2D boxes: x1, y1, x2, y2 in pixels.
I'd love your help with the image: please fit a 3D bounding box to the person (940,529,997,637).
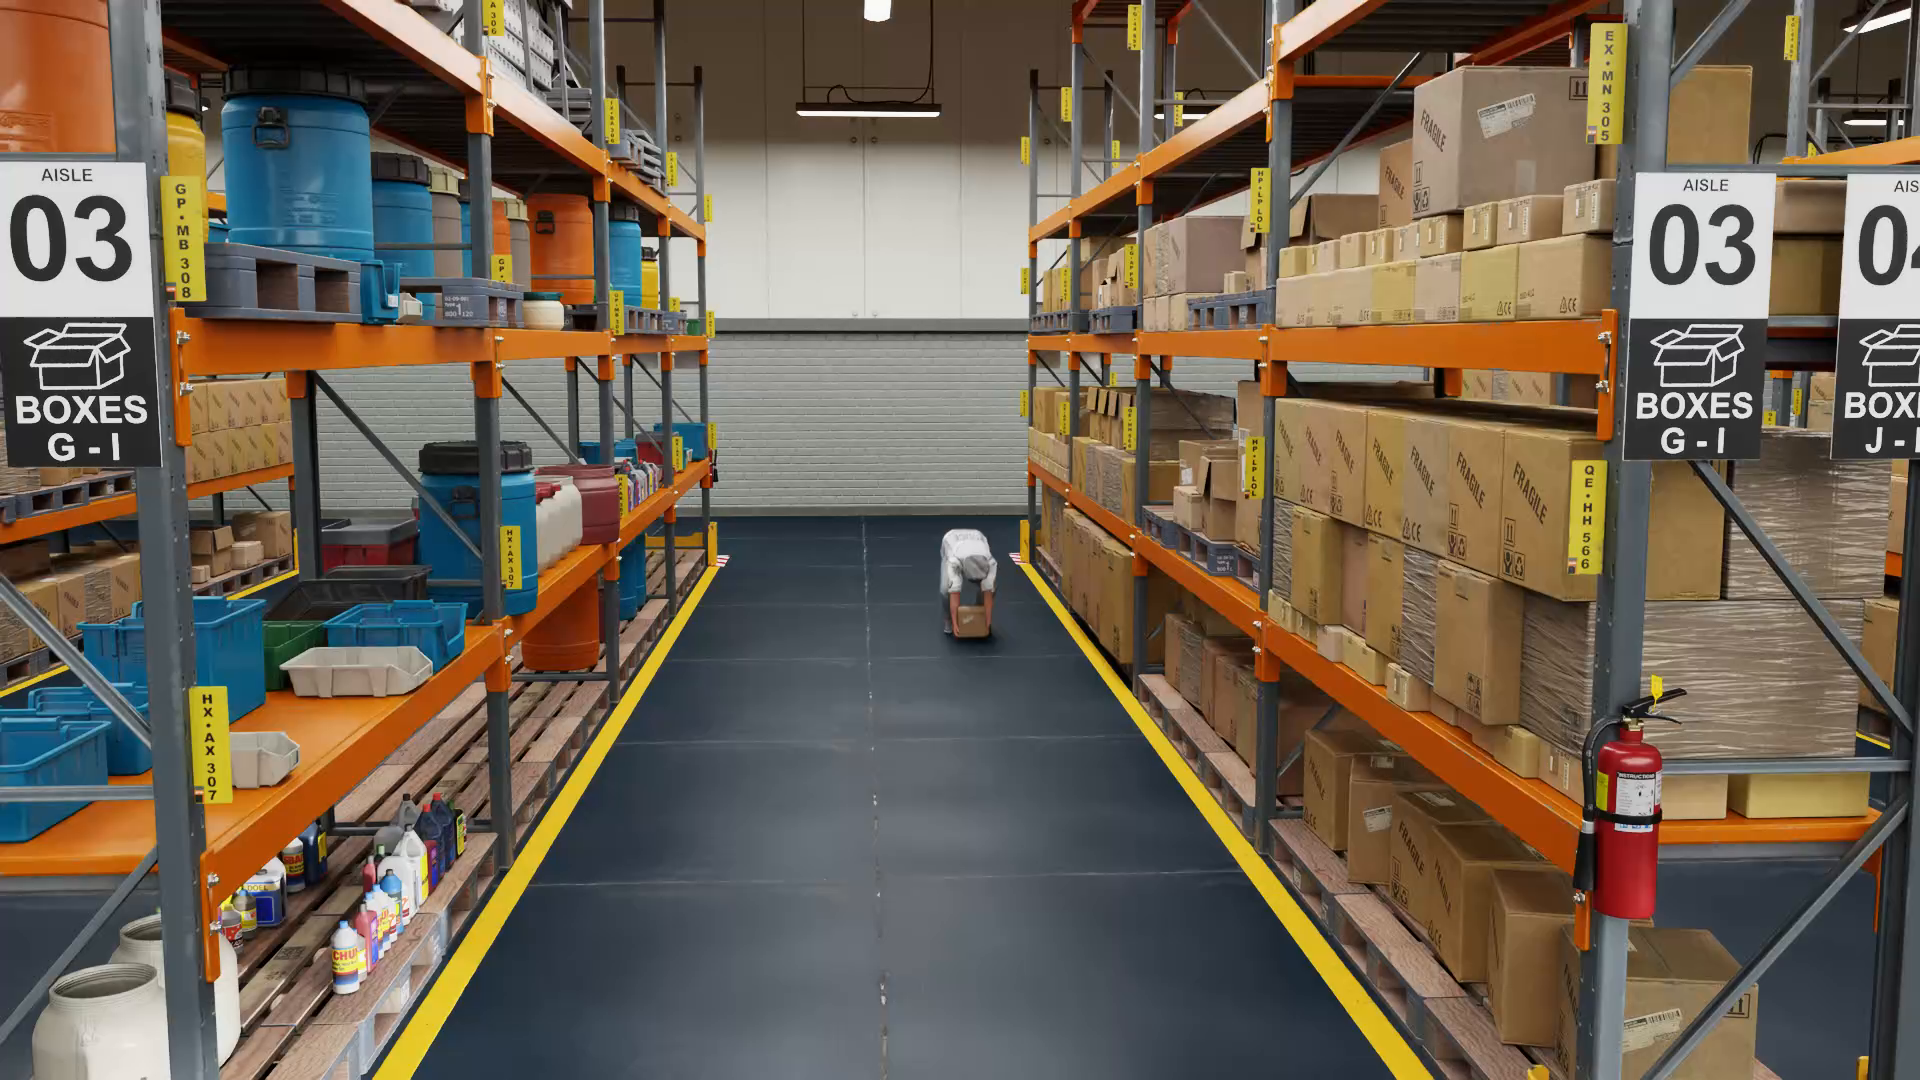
[{"bbox_3d":[0.084,0.411,15.527,0.537,0.981,1.024,-1,7,-7],"label":"person"}]
